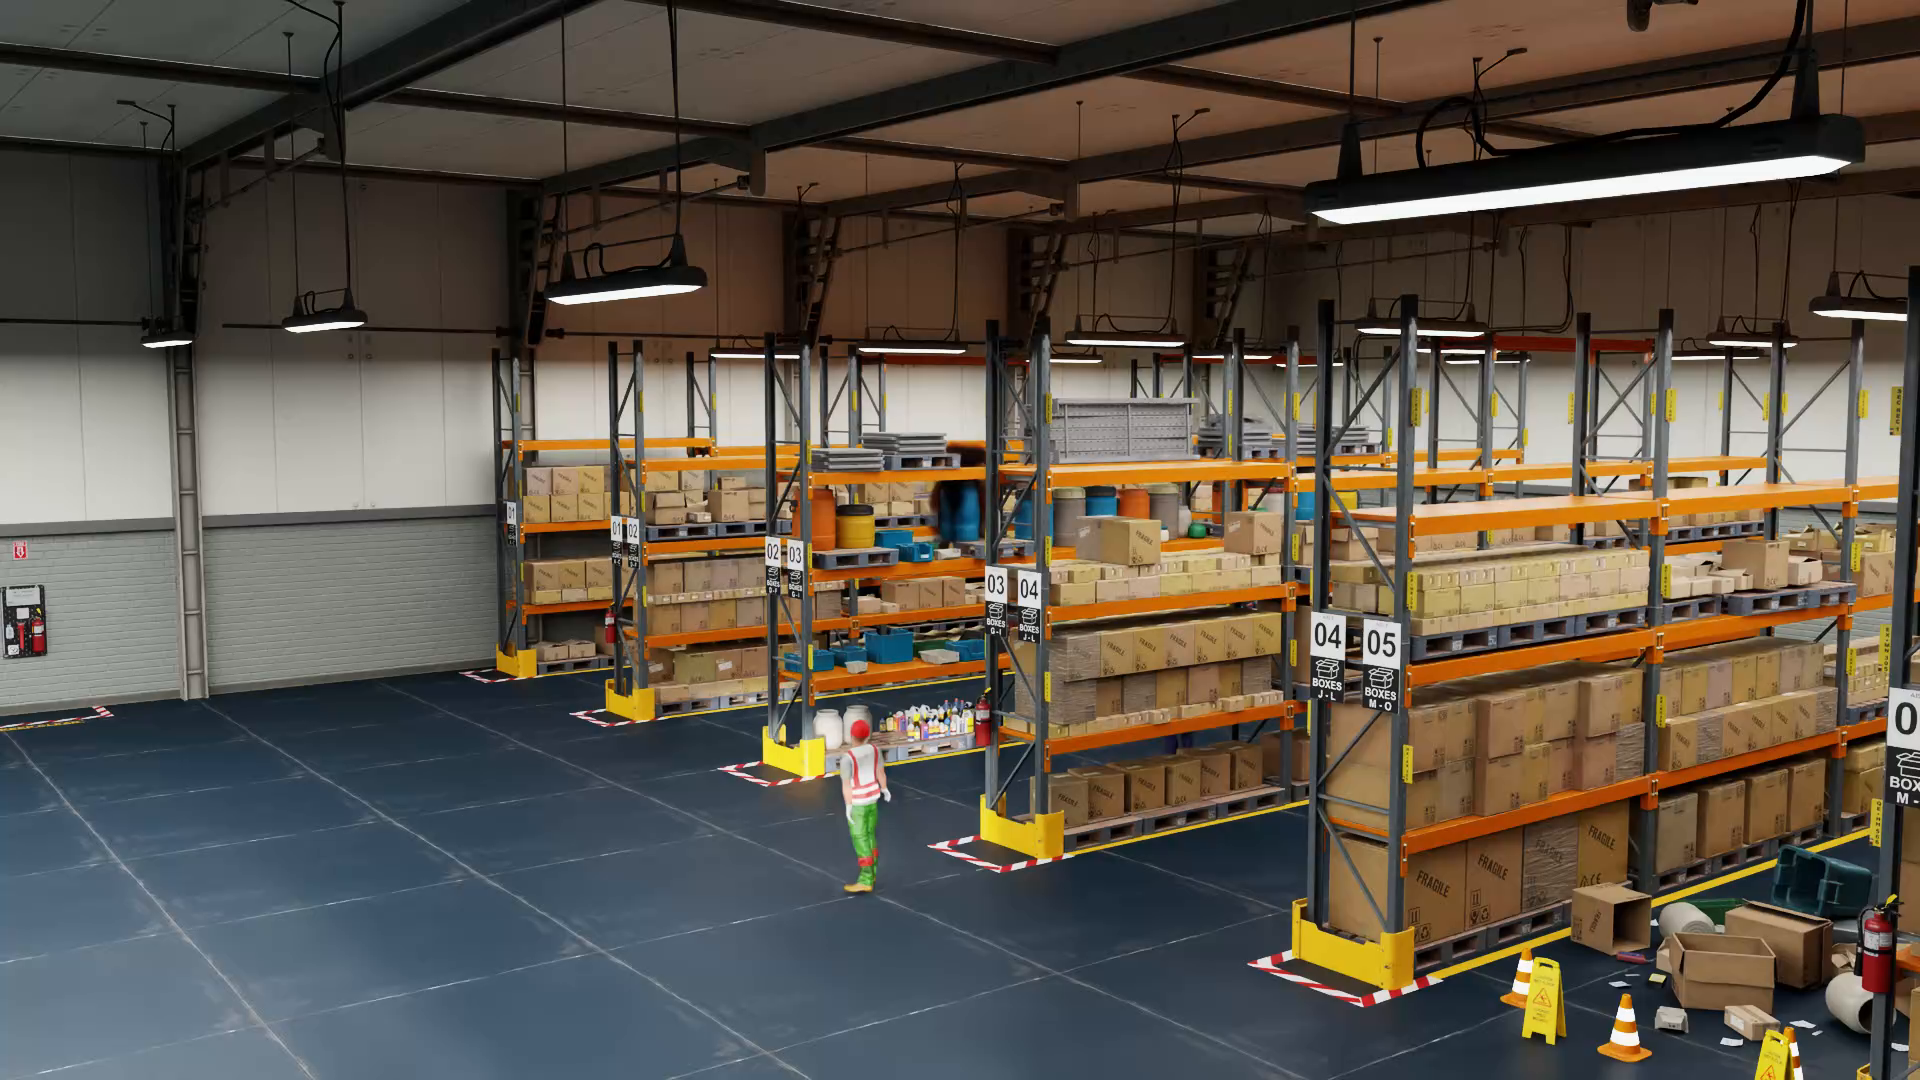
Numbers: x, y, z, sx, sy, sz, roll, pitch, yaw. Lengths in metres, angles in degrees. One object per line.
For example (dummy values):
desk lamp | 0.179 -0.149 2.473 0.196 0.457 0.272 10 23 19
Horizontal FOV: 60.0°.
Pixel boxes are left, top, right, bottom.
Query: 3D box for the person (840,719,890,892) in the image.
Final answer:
person | -1.001 2.737 17.362 0.430 1.799 0.745 4 6 35

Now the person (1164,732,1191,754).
person | 2.949 2.358 22.567 0.550 1.636 0.452 -3 6 -33
